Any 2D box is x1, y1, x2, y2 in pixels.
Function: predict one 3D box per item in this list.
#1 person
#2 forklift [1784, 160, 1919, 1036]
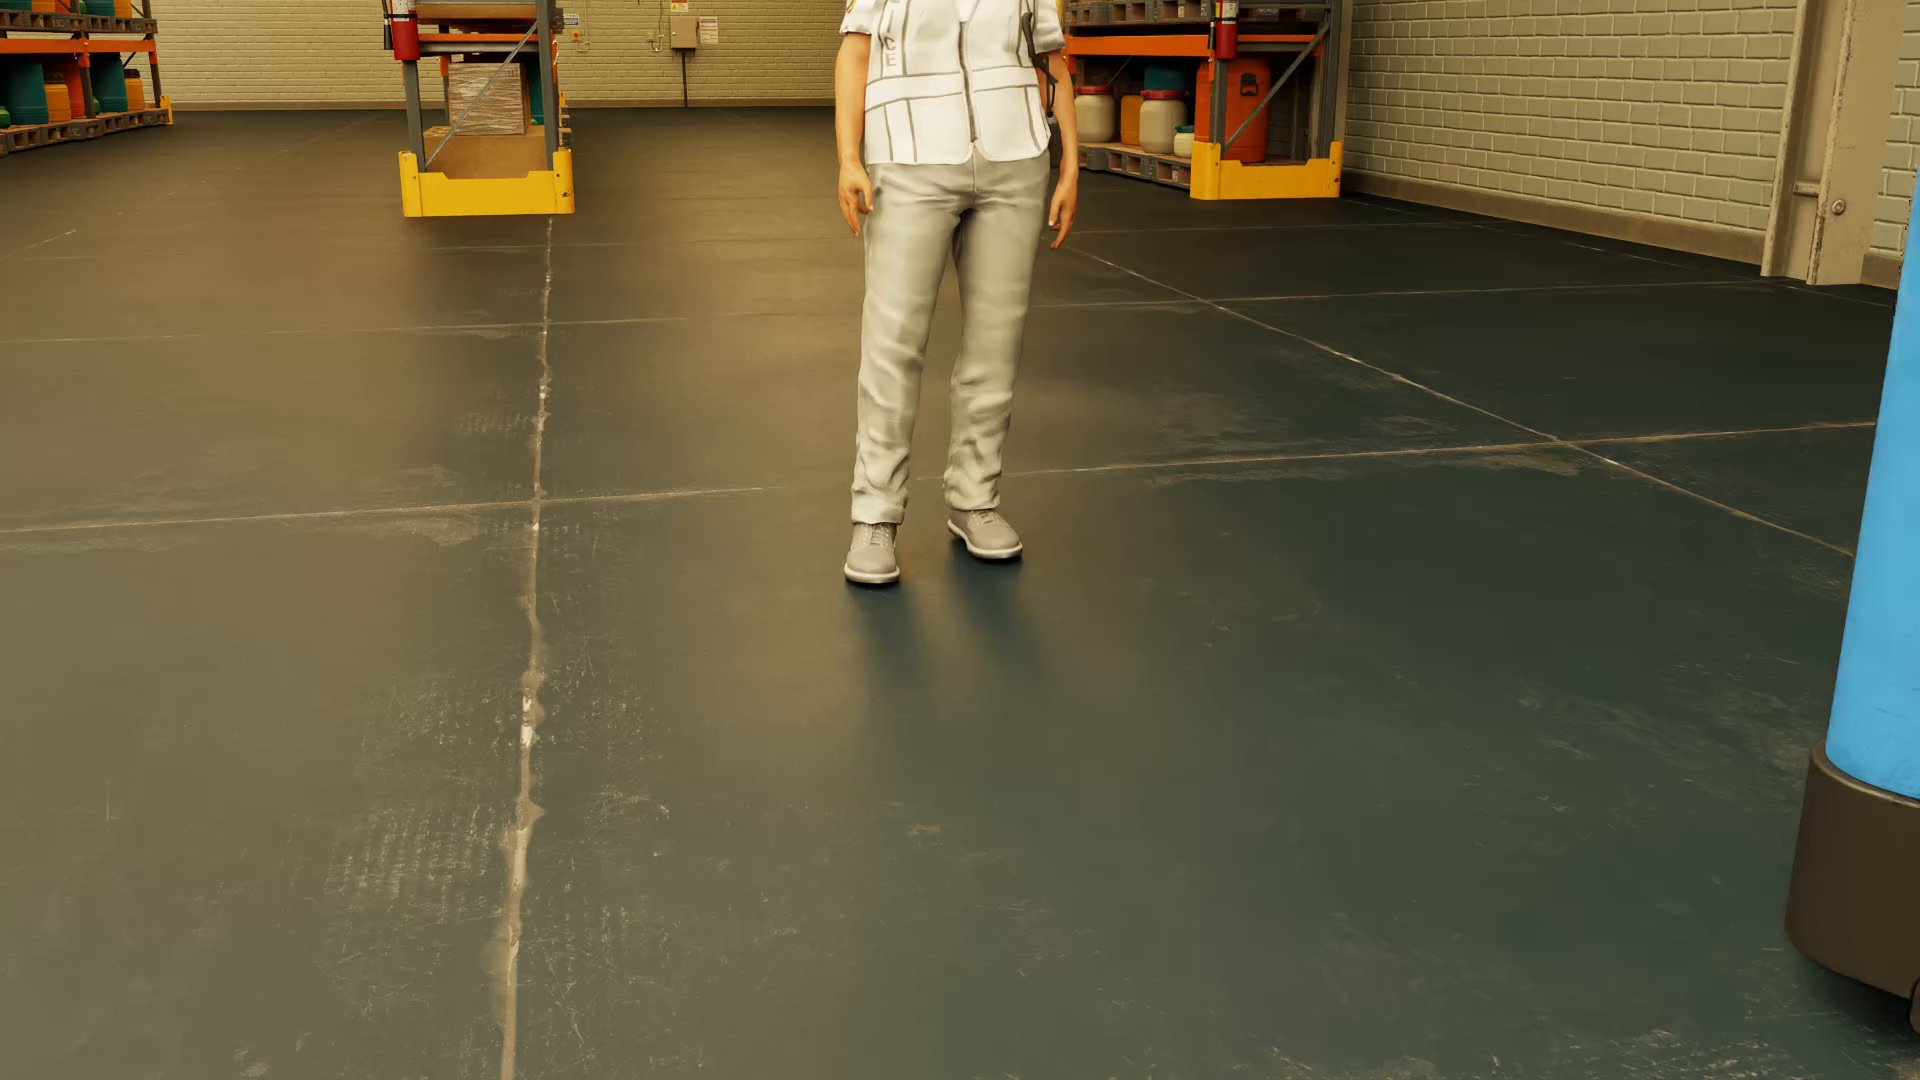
[{"bbox_3d":[-0.005,-0.783,3.700,0.598,1.670,0.529,-4,17,-12],"label":"person"},{"bbox_3d":[2.394,-0.614,0.933,1.130,2.935,3.031,-14,22,-40],"label":"forklift"}]
